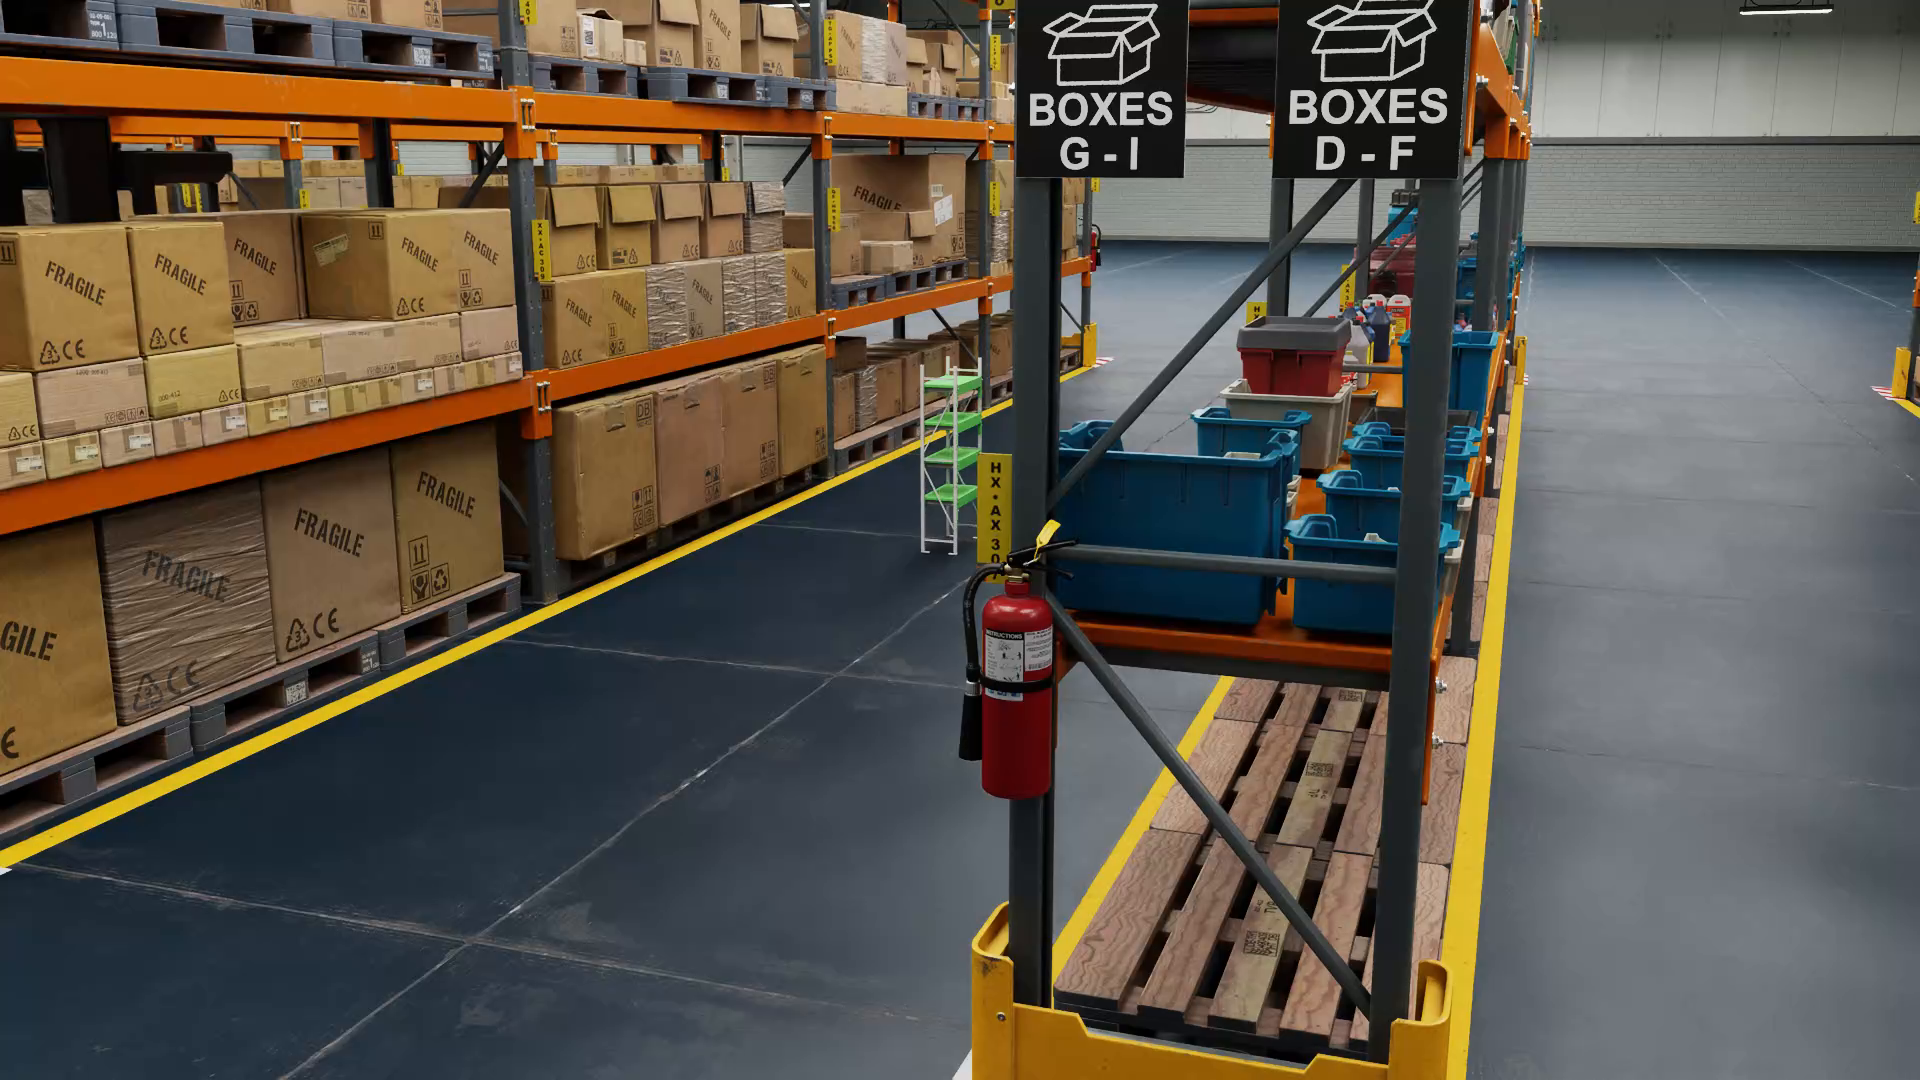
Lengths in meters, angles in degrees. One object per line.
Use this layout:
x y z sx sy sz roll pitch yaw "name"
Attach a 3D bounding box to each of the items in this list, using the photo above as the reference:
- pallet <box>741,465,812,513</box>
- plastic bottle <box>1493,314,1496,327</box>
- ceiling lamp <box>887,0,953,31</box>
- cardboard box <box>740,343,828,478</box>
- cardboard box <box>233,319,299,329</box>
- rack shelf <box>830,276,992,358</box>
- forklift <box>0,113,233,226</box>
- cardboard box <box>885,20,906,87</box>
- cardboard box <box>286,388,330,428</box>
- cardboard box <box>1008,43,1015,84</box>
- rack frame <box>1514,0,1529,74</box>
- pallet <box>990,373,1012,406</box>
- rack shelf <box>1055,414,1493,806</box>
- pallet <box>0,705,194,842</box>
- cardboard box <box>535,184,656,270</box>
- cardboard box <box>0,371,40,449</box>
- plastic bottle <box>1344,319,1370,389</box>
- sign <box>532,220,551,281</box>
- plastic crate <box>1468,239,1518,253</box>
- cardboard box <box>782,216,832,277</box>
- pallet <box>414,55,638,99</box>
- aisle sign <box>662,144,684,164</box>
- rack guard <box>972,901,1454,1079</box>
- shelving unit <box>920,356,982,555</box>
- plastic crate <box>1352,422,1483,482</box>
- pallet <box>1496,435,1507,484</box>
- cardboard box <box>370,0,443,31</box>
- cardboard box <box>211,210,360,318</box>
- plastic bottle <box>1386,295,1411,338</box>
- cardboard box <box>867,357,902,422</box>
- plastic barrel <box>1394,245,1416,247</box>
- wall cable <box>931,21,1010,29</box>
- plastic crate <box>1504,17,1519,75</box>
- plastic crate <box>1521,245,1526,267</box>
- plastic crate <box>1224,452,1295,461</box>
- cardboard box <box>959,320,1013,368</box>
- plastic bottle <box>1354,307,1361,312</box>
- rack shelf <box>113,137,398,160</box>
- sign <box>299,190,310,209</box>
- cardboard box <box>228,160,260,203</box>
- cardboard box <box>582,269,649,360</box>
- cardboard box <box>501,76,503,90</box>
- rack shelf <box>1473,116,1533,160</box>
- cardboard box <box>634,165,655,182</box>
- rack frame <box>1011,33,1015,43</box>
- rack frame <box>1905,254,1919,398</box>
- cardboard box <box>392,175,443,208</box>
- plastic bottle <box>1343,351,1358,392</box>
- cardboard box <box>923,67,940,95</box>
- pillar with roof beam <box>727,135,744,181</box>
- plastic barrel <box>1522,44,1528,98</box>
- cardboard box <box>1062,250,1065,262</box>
-1.808 -0.457 12.516 1.003 0.211 1.213 4 14 18 "pallet"
3.223 -1.288 10.181 0.097 0.271 0.097 0 13 0 "plastic bottle"
-1.096 -15.581 45.914 2.000 3.185 0.800 4 14 18 "ceiling lamp"
-1.725 -1.002 12.469 1.225 0.875 0.875 4 13 16 "cardboard box"
-3.504 -0.913 7.915 0.500 0.250 0.500 5 14 20 "cardboard box"
-0.834 -2.047 14.834 1.077 0.370 4.000 4 14 18 "rack shelf"
-5.024 -1.274 9.985 1.130 2.935 3.031 4 14 18 "forklift"
-0.762 -4.025 13.794 0.500 0.500 0.500 4 13 17 "cardboard box"
-3.063 -0.601 7.443 0.380 0.149 0.250 5 14 19 "cardboard box"
0.845 -5.217 18.346 0.500 0.500 0.500 4 14 18 "cardboard box"
3.205 -4.545 10.679 1.000 3.000 0.127 4 14 18 "rack frame"
-0.003 -1.604 17.540 1.003 0.211 1.213 4 14 18 "pallet"
1.264 -0.006 5.892 1.077 0.370 4.000 4 14 18 "rack shelf"
-3.885 0.893 6.602 1.003 0.211 1.213 4 14 18 "pallet"
-2.344 -1.951 10.318 0.797 0.503 0.637 5 14 19 "cardboard box"
-3.659 -0.446 5.871 0.500 0.250 0.500 4 13 17 "cardboard box"
2.035 -0.961 8.568 0.144 0.351 0.185 4 14 18 "plastic bottle"
-2.250 -1.556 8.941 0.100 0.325 0.005 4 14 18 "sign"
4.632 -2.370 14.487 0.402 0.464 0.583 4 14 18 "plastic crate"
-1.345 -2.347 13.362 0.500 0.500 0.500 3 13 11 "cardboard box"
-2.526 -2.701 9.768 0.805 0.209 1.217 4 13 16 "pallet"
-3.815 -5.344 21.818 0.394 0.787 0.004 4 14 18 "aisle sign"
0.621 1.289 4.219 1.175 0.500 0.348 4 14 18 "rack guard"
-0.054 -0.550 10.702 0.258 1.200 0.503 4 14 18 "shelving unit"
1.531 -0.252 5.594 0.416 0.233 0.300 4 14 18 "plastic crate"
3.889 -0.677 13.481 1.003 0.211 1.213 4 14 18 "pallet"
-2.972 -2.730 8.076 0.700 0.500 0.500 4 13 15 "cardboard box"
-3.339 -1.387 8.306 0.500 0.500 0.500 4 14 18 "cardboard box"
2.903 -1.481 11.016 0.152 0.276 0.135 4 14 18 "plastic bottle"
-0.939 -1.353 14.804 0.700 0.500 0.500 6 14 23 "cardboard box"
3.472 -1.996 12.739 0.421 0.512 0.421 0 13 0 "plastic barrel"
0.425 -15.170 52.857 3.097 2.526 0.112 4 14 18 "wall cable"
2.060 -2.026 6.861 0.450 0.188 0.662 4 14 18 "plastic crate"
5.915 -3.105 18.187 0.499 0.251 0.616 4 14 18 "plastic crate"
0.962 -0.206 5.605 0.298 0.136 0.250 4 14 18 "plastic crate"
0.285 -2.144 18.315 0.500 0.500 0.500 3 13 13 "cardboard box"
2.428 -1.293 10.203 0.097 0.271 0.097 0 13 0 "plastic bottle"
-8.917 -5.066 21.317 1.077 0.370 4.000 4 14 18 "rack shelf"
-5.625 -2.844 14.285 0.100 0.325 0.005 4 14 18 "sign"
-9.031 -4.397 20.372 0.700 0.500 0.500 4 14 19 "cardboard box"
-2.229 -1.368 10.018 0.500 0.500 0.500 4 14 18 "cardboard box"
-4.925 -4.680 17.180 0.500 0.250 0.500 5 14 19 "cardboard box"
5.146 -3.995 16.628 1.077 0.370 4.000 4 14 18 "rack shelf"
-4.159 -4.213 19.940 0.875 0.550 0.500 4 14 18 "cardboard box"
1.107 -6.586 19.622 1.000 3.000 0.127 4 14 18 "rack frame"
10.479 -2.948 17.161 1.000 3.000 0.127 4 14 18 "rack frame"
-5.496 -3.308 16.268 0.700 0.500 0.500 4 14 18 "cardboard box"
1.975 -0.860 8.459 0.097 0.201 0.097 0 13 0 "plastic bottle"
-0.397 -4.216 15.335 0.396 0.266 0.258 5 14 20 "cardboard box"
-2.207 -12.318 44.734 9.100 9.000 0.548 4 14 18 "pillar with roof beam"
3.595 -3.181 11.191 0.421 0.512 0.421 0 13 0 "plastic barrel"
1.001 -3.304 19.286 0.380 0.149 0.250 4 14 18 "cardboard box"
